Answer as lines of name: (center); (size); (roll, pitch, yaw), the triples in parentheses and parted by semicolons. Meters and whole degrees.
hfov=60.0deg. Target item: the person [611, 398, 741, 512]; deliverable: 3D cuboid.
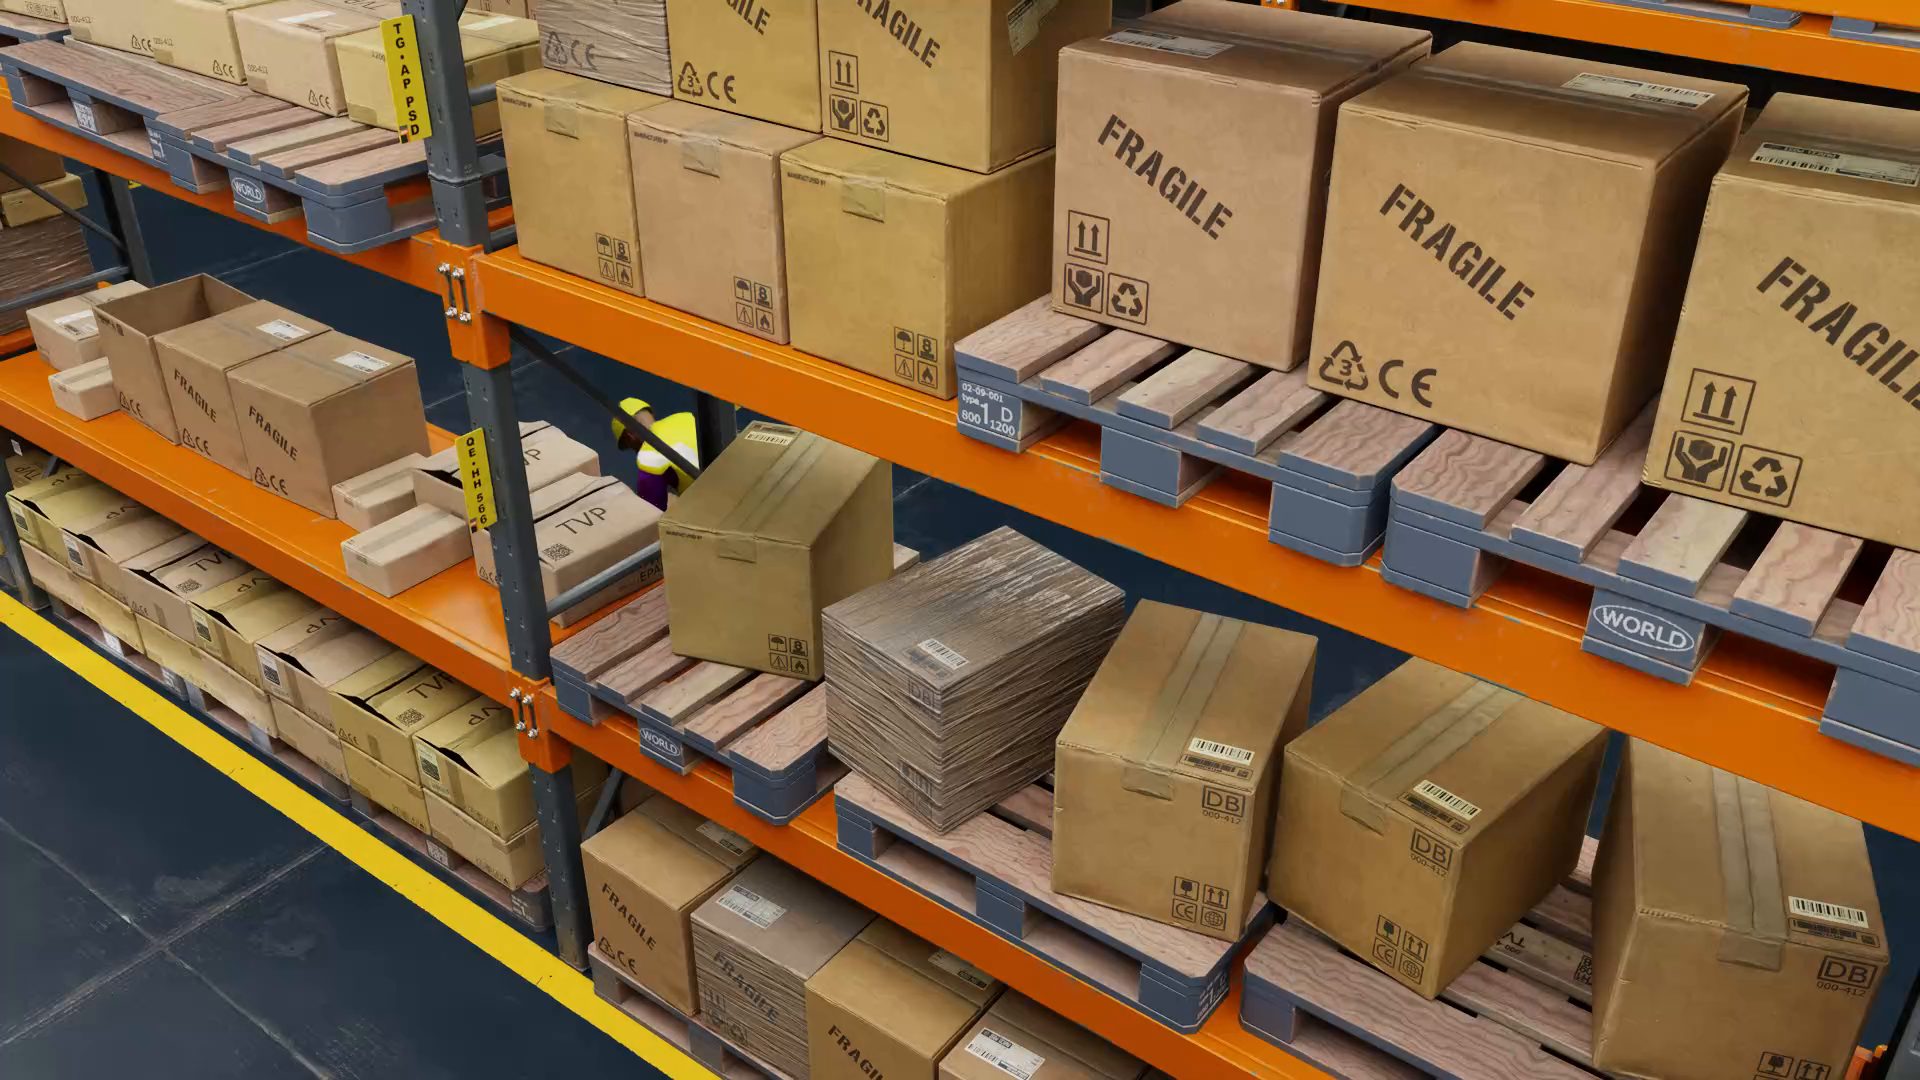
person: (-1.245, -0.097, 7.951); (0.965, 1.072, 0.510); (19, 36, 29)
